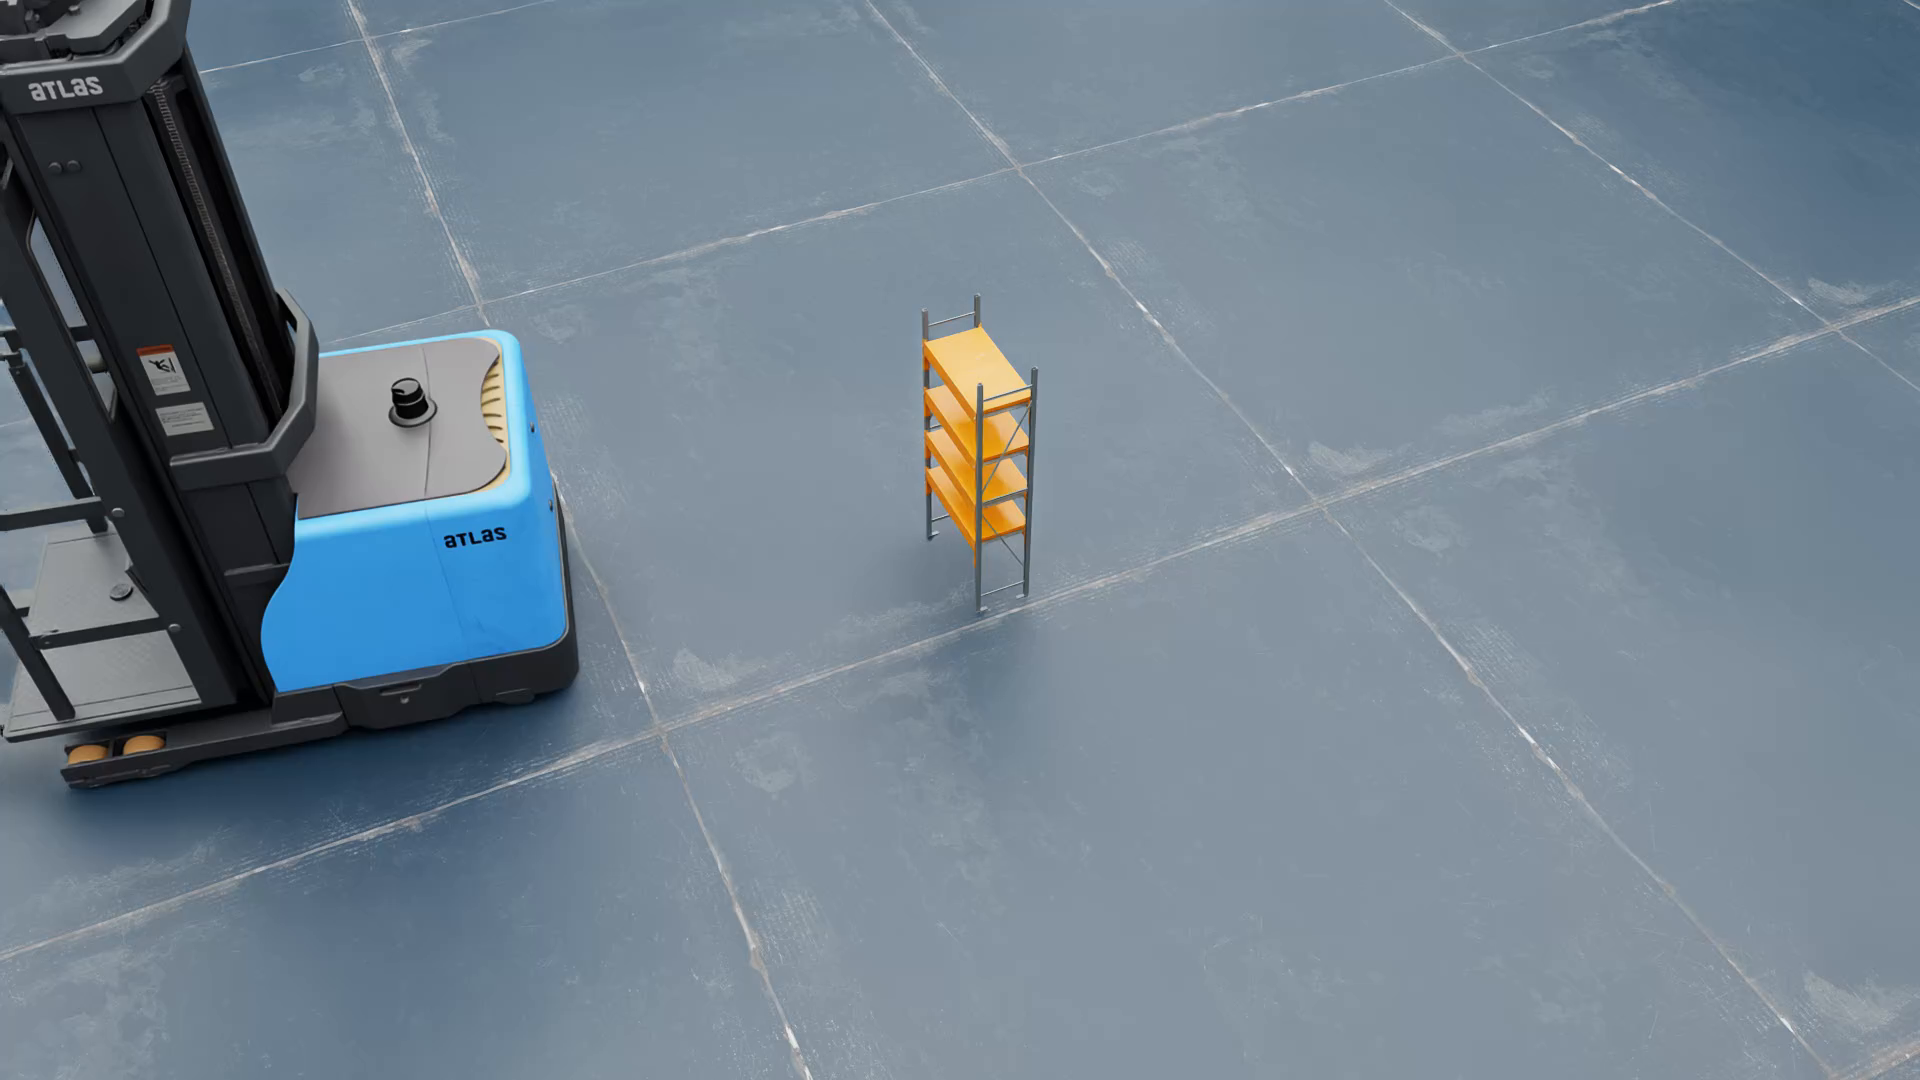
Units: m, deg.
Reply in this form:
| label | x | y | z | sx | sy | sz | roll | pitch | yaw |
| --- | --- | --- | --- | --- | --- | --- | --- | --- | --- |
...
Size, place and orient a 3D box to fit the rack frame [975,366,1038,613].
| label | x | y | z | sx | sy | sz | roll | pitch | yaw |
| --- | --- | --- | --- | --- | --- | --- | --- | --- | --- |
| rack frame | 0.172 | -0.166 | 6.433 | 0.240 | 1.200 | 0.015 | -18 | 47 | -17 |

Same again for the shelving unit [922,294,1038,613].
| label | x | y | z | sx | sy | sz | roll | pitch | yaw |
| --- | --- | --- | --- | --- | --- | --- | --- | --- | --- |
| shelving unit | 0.070 | -0.322 | 6.591 | 0.258 | 1.200 | 0.503 | -18 | 47 | -17 |

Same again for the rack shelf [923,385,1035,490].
| label | x | y | z | sx | sy | sz | roll | pitch | yaw |
| --- | --- | --- | --- | --- | --- | --- | --- | --- | --- |
| rack shelf | 0.070 | -0.433 | 6.481 | 0.258 | 0.148 | 0.480 | -18 | 47 | -17 |

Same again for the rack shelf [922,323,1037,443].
| label | x | y | z | sx | sy | sz | roll | pitch | yaw |
| --- | --- | --- | --- | --- | --- | --- | --- | --- | --- |
| rack shelf | 0.070 | -0.601 | 6.315 | 0.258 | 0.148 | 0.480 | -18 | 47 | -17 |

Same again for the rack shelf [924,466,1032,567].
| label | x | y | z | sx | sy | sz | roll | pitch | yaw |
| --- | --- | --- | --- | --- | --- | --- | --- | --- | --- |
| rack shelf | 0.070 | -0.132 | 6.777 | 0.258 | 0.148 | 0.480 | -18 | 47 | -17 |

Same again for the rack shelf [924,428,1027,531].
| label | x | y | z | sx | sy | sz | roll | pitch | yaw |
| --- | --- | --- | --- | --- | --- | --- | --- | --- | --- |
| rack shelf | 0.070 | -0.274 | 6.638 | 0.258 | 0.148 | 0.480 | -18 | 47 | -17 |

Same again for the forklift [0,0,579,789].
| label | x | y | z | sx | sy | sz | roll | pitch | yaw |
| --- | --- | --- | --- | --- | --- | --- | --- | --- | --- |
| forklift | -3.063 | -0.536 | 5.575 | 3.031 | 2.935 | 1.130 | -10 | 45 | -10 |

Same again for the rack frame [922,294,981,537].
| label | x | y | z | sx | sy | sz | roll | pitch | yaw |
| --- | --- | --- | --- | --- | --- | --- | --- | --- | --- |
| rack frame | -0.033 | -0.477 | 6.748 | 0.240 | 1.200 | 0.015 | -18 | 47 | -17 |
